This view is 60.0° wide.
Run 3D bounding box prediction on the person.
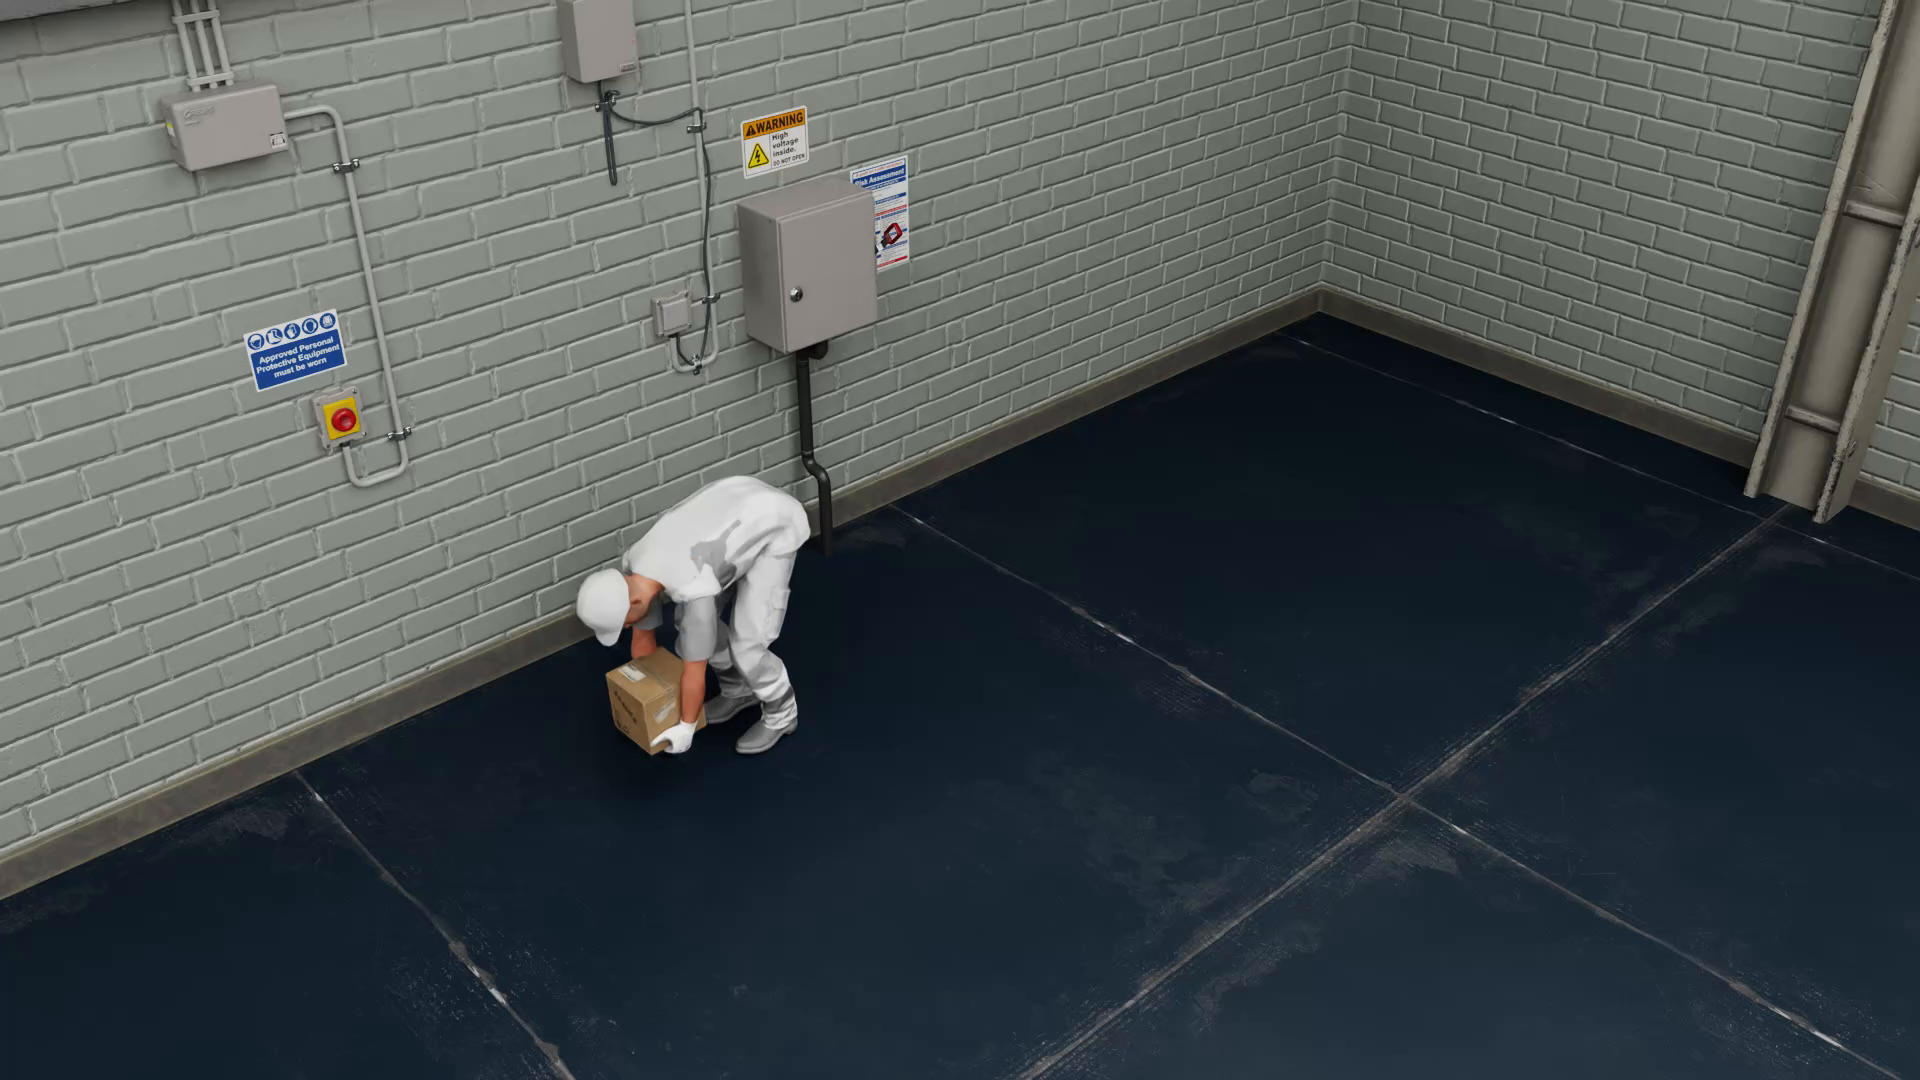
[{"bbox_3d":[-0.989,0.347,6.225,0.497,1.072,0.963,27,41,37],"label":"person"}]
